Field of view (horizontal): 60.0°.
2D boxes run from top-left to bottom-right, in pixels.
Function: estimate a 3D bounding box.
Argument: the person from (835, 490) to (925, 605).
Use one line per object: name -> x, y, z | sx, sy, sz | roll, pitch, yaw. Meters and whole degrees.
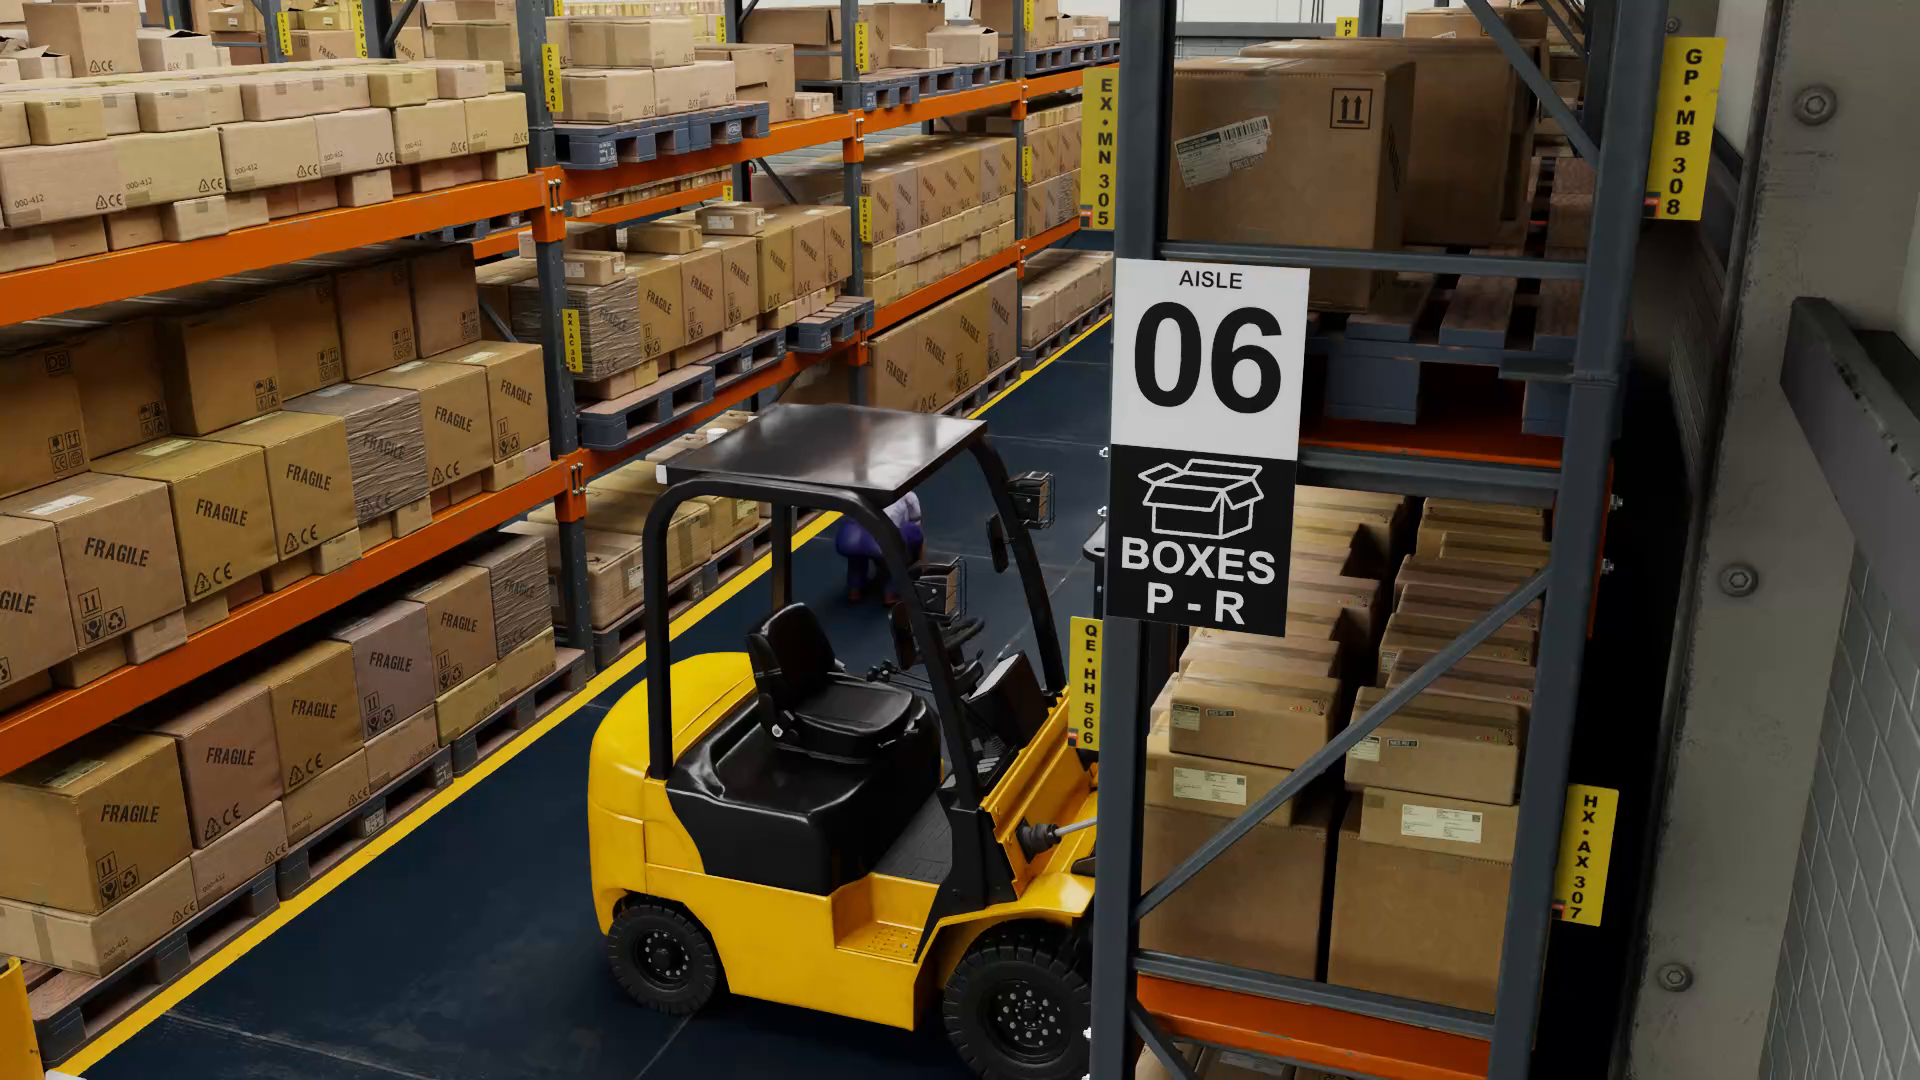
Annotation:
person -> -0.479, -0.017, 10.580 | 0.490, 0.758, 0.792 | 6, 20, 17
